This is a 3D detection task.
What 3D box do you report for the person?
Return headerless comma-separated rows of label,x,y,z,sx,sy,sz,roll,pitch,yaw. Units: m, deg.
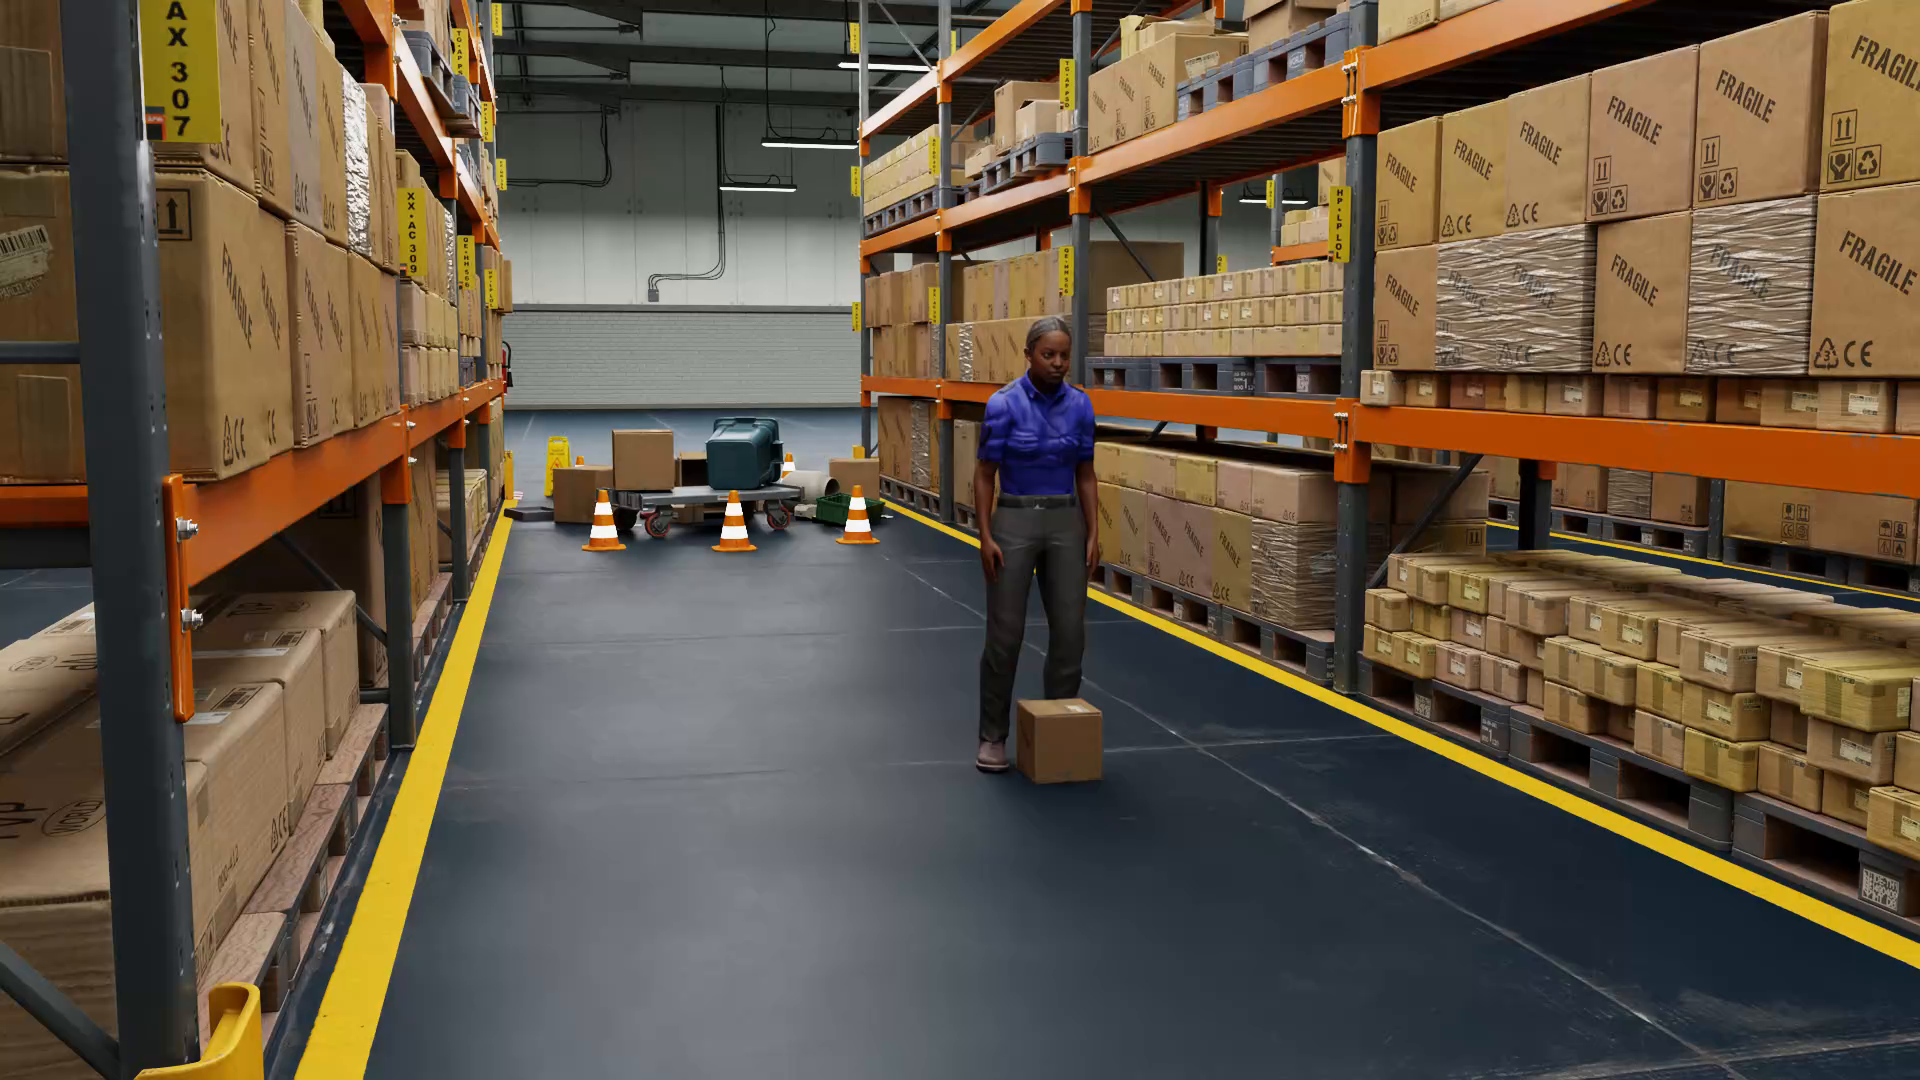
person,0.291,0.007,6.137,0.506,1.655,0.400,-2,6,-16
